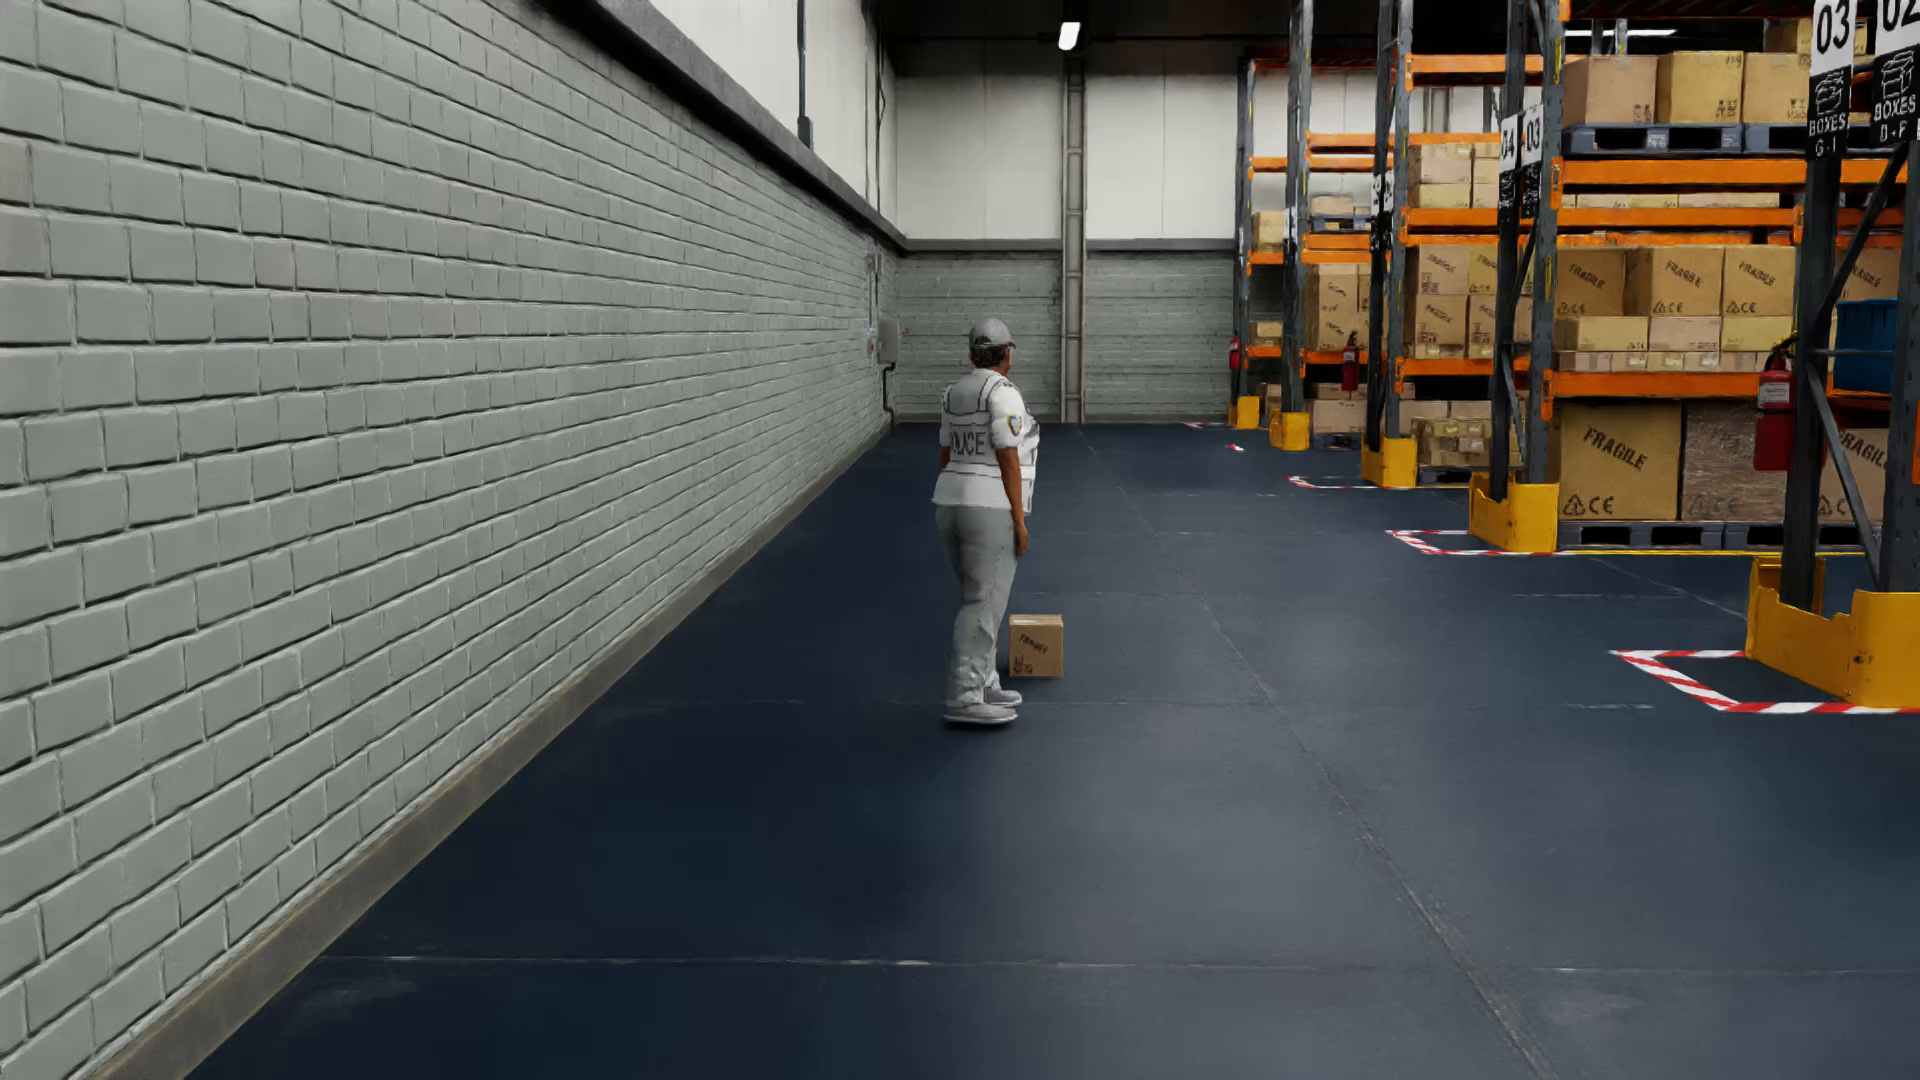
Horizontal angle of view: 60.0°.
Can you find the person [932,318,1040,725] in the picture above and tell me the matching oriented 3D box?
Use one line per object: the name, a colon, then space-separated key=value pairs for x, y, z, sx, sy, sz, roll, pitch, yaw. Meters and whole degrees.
person: x=0.115 y=-0.084 z=6.912 sx=0.523 sy=1.666 sz=0.505 roll=-4 pitch=8 yaw=-30
